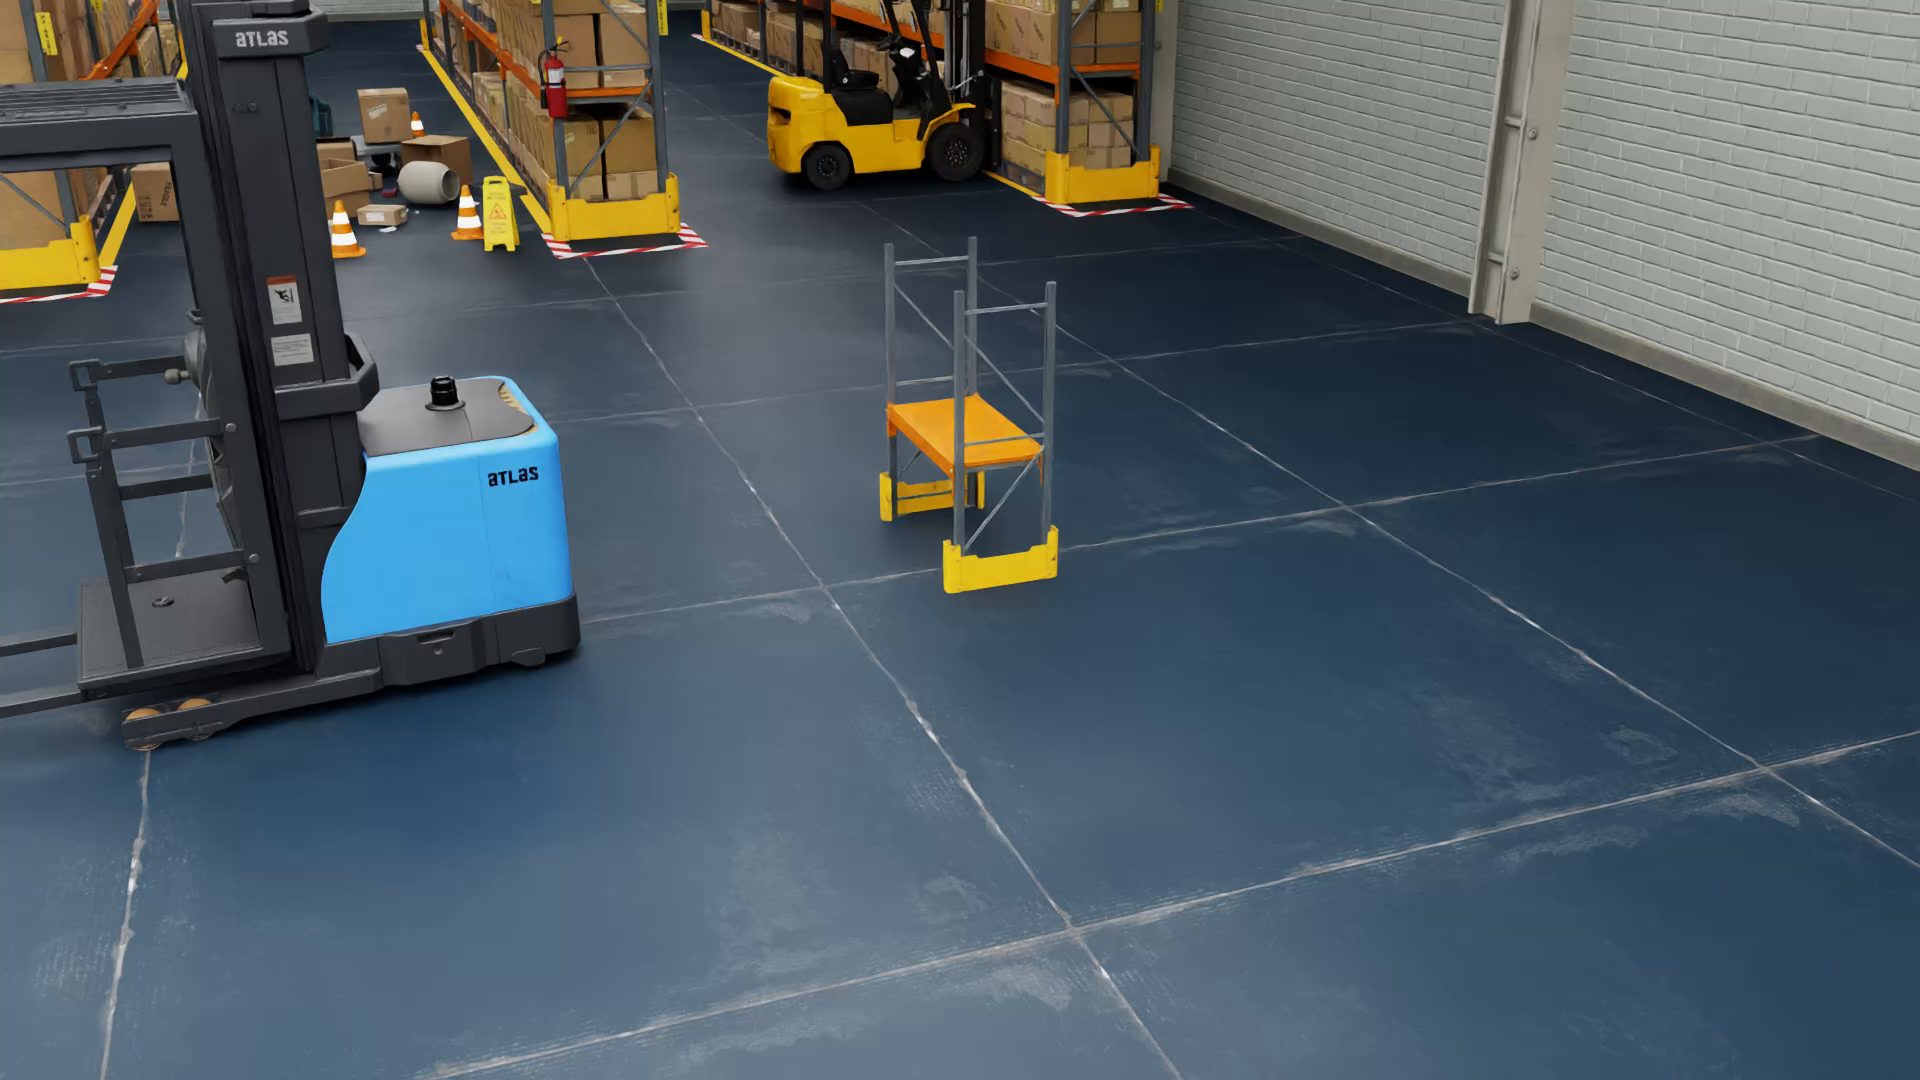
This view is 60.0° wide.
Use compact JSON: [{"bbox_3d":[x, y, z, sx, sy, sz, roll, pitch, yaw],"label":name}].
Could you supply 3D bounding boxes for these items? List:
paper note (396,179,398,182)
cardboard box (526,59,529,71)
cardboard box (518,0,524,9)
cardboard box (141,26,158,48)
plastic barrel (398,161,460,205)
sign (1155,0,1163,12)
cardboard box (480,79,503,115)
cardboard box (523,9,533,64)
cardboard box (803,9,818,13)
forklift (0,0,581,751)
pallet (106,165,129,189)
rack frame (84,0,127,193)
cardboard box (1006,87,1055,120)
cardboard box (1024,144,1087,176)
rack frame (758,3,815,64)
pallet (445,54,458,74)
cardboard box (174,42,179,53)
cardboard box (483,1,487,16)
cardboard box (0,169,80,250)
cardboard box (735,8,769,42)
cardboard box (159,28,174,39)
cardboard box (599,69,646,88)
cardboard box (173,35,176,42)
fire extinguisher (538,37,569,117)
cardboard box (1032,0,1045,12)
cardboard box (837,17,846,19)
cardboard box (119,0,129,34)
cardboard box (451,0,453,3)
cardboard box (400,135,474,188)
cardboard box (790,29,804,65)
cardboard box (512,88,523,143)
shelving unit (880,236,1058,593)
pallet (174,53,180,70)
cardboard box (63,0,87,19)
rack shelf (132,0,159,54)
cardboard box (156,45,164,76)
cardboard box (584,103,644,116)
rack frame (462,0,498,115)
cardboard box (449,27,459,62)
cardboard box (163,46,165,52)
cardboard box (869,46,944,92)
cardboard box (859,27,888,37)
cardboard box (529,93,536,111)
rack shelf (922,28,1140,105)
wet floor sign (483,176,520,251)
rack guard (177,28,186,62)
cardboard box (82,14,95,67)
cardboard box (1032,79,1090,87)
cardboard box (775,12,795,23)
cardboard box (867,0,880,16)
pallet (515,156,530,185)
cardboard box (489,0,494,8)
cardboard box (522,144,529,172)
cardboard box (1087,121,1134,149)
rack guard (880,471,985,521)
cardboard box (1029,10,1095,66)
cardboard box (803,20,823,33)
[{"bbox_3d":[-6.012,-3.890,17.941,0.148,0.019,0.142,-8,24,-19],"label":"paper note"},{"bbox_3d":[-4.039,-4.678,16.310,0.380,0.149,0.250,-9,24,-20],"label":"cardboard box"},{"bbox_3d":[-3.746,-5.216,15.465,0.700,0.500,0.500,-8,24,-18],"label":"cardboard box"},{"bbox_3d":[-11.524,-7.027,23.273,0.500,0.250,0.500,-9,24,-20],"label":"cardboard box"},{"bbox_3d":[-5.336,-3.587,16.716,0.512,0.421,0.421,8,24,18],"label":"plastic barrel"},{"bbox_3d":[1.974,-5.424,16.539,0.100,0.325,0.005,-8,24,-19],"label":"sign"},{"bbox_3d":[-5.557,-5.647,21.130,0.950,0.372,0.625,-9,24,-20],"label":"cardboard box"},{"bbox_3d":[-3.812,-4.757,15.662,0.500,0.500,0.500,-8,24,-19],"label":"cardboard box"},{"bbox_3d":[-2.387,-8.521,26.947,0.380,0.149,0.250,-9,25,-21],"label":"cardboard box"},{"bbox_3d":[-3.263,-0.732,6.714,3.031,2.935,1.130,-11,25,-24],"label":"forklift"},{"bbox_3d":[-9.541,-3.954,17.860,1.003,0.211,1.213,-8,24,-19],"label":"pallet"},{"bbox_3d":[-9.198,-4.969,16.678,1.000,3.000,0.127,-8,24,-19],"label":"rack frame"},{"bbox_3d":[0.812,-4.611,17.539,0.500,0.250,0.500,-8,24,-18],"label":"cardboard box"},{"bbox_3d":[0.991,-3.968,17.302,0.500,0.250,0.500,-8,24,-19],"label":"cardboard box"},{"bbox_3d":[-2.787,-9.274,26.892,1.000,3.000,0.127,-8,24,-19],"label":"rack frame"},{"bbox_3d":[-7.624,-7.594,26.496,1.003,0.211,1.213,-8,24,-19],"label":"pallet"},{"bbox_3d":[-12.871,-7.967,26.920,0.380,0.149,0.250,-8,24,-17],"label":"cardboard box"},{"bbox_3d":[-5.337,-6.191,19.359,0.380,0.149,0.250,-8,24,-19],"label":"cardboard box"},{"bbox_3d":[-8.086,-2.968,14.124,0.875,0.875,0.875,-8,24,-19],"label":"cardboard box"},{"bbox_3d":[-3.440,-8.841,28.542,0.700,0.500,0.500,-9,25,-21],"label":"cardboard box"},{"bbox_3d":[-12.589,-7.957,26.131,0.380,0.149,0.250,-7,24,-17],"label":"cardboard box"},{"bbox_3d":[-3.116,-4.268,15.337,0.380,0.149,0.250,-8,24,-19],"label":"cardboard box"},{"bbox_3d":[-12.984,-8.194,27.075,0.380,0.149,0.250,-9,24,-20],"label":"cardboard box"},{"bbox_3d":[-3.580,-4.091,14.694,0.296,0.674,0.183,-8,24,-19],"label":"fire extinguisher"},{"bbox_3d":[0.950,-5.435,16.820,0.380,0.149,0.250,-8,24,-18],"label":"cardboard box"},{"bbox_3d":[-1.829,-7.960,25.617,0.380,0.149,0.250,-9,25,-21],"label":"cardboard box"},{"bbox_3d":[-10.026,-6.161,19.376,0.500,0.500,0.500,-8,24,-19],"label":"cardboard box"},{"bbox_3d":[-6.795,-7.586,23.080,0.500,0.250,0.500,-9,24,-20],"label":"cardboard box"},{"bbox_3d":[-5.497,-3.958,17.495,0.500,0.500,0.500,8,24,18],"label":"cardboard box"},{"bbox_3d":[-2.279,-7.546,25.469,0.500,0.500,0.500,-9,25,-21],"label":"cardboard box"},{"bbox_3d":[-4.447,-4.513,17.629,0.500,0.500,0.500,-7,24,-17],"label":"cardboard box"},{"bbox_3d":[0.027,-0.663,8.393,0.587,1.500,1.083,-8,24,-19],"label":"shelving unit"},{"bbox_3d":[-13.156,-7.717,26.787,1.003,0.211,1.213,-8,24,-19],"label":"pallet"},{"bbox_3d":[-8.797,-5.213,15.674,0.875,0.550,0.550,-8,24,-19],"label":"cardboard box"},{"bbox_3d":[-11.318,-6.818,21.990,1.077,0.370,4.000,-8,24,-19],"label":"rack shelf"},{"bbox_3d":[-11.527,-6.683,23.422,0.500,0.500,0.500,-9,24,-20],"label":"cardboard box"},{"bbox_3d":[-3.414,-4.033,16.490,0.500,0.500,0.500,-9,25,-21],"label":"cardboard box"},{"bbox_3d":[-6.016,-7.139,21.825,1.000,3.000,0.127,-8,24,-19],"label":"rack frame"},{"bbox_3d":[-7.550,-7.848,26.265,0.875,0.438,0.875,-9,24,-20],"label":"cardboard box"},{"bbox_3d":[-12.314,-7.433,25.271,0.380,0.149,0.250,-7,24,-17],"label":"cardboard box"},{"bbox_3d":[-0.690,-6.211,22.140,0.875,0.625,0.625,-9,25,-21],"label":"cardboard box"},{"bbox_3d":[-1.266,-7.394,24.273,0.380,0.149,0.250,-7,24,-16],"label":"cardboard box"},{"bbox_3d":[-3.995,-4.274,16.227,0.380,0.149,0.250,-8,24,-18],"label":"cardboard box"},{"bbox_3d":[0.746,-5.309,18.411,1.077,0.370,4.000,-8,24,-19],"label":"rack shelf"},{"bbox_3d":[-4.124,-2.931,14.873,0.267,0.644,0.232,0,23,-1],"label":"wet floor sign"},{"bbox_3d":[-13.410,-8.150,27.443,1.175,0.500,0.348,-8,24,-19],"label":"rack guard"},{"bbox_3d":[-9.056,-4.906,16.335,0.875,0.550,0.550,-8,24,-19],"label":"cardboard box"},{"bbox_3d":[1.113,-4.866,18.146,0.500,0.250,0.500,-9,24,-19],"label":"cardboard box"},{"bbox_3d":[-2.739,-8.358,26.561,0.380,0.149,0.250,-9,24,-20],"label":"cardboard box"},{"bbox_3d":[-0.902,-6.999,21.686,0.500,0.250,0.500,-8,24,-17],"label":"cardboard box"},{"bbox_3d":[-4.332,-4.161,18.351,1.003,0.211,1.213,-8,24,-19],"label":"pallet"},{"bbox_3d":[-4.981,-6.198,18.541,0.500,0.500,0.500,-9,24,-20],"label":"cardboard box"},{"bbox_3d":[-4.258,-3.975,17.319,0.500,0.250,0.500,-9,24,-20],"label":"cardboard box"},{"bbox_3d":[1.481,-4.270,17.375,0.500,0.250,0.500,-8,24,-18],"label":"cardboard box"},{"bbox_3d":[-0.149,-0.268,9.065,0.587,0.250,0.087,-8,24,-19],"label":"rack guard"},{"bbox_3d":[1.033,-5.103,16.866,0.500,0.500,0.500,-9,24,-20],"label":"cardboard box"},{"bbox_3d":[-2.227,-7.792,25.217,0.380,0.149,0.250,-10,25,-22],"label":"cardboard box"}]
